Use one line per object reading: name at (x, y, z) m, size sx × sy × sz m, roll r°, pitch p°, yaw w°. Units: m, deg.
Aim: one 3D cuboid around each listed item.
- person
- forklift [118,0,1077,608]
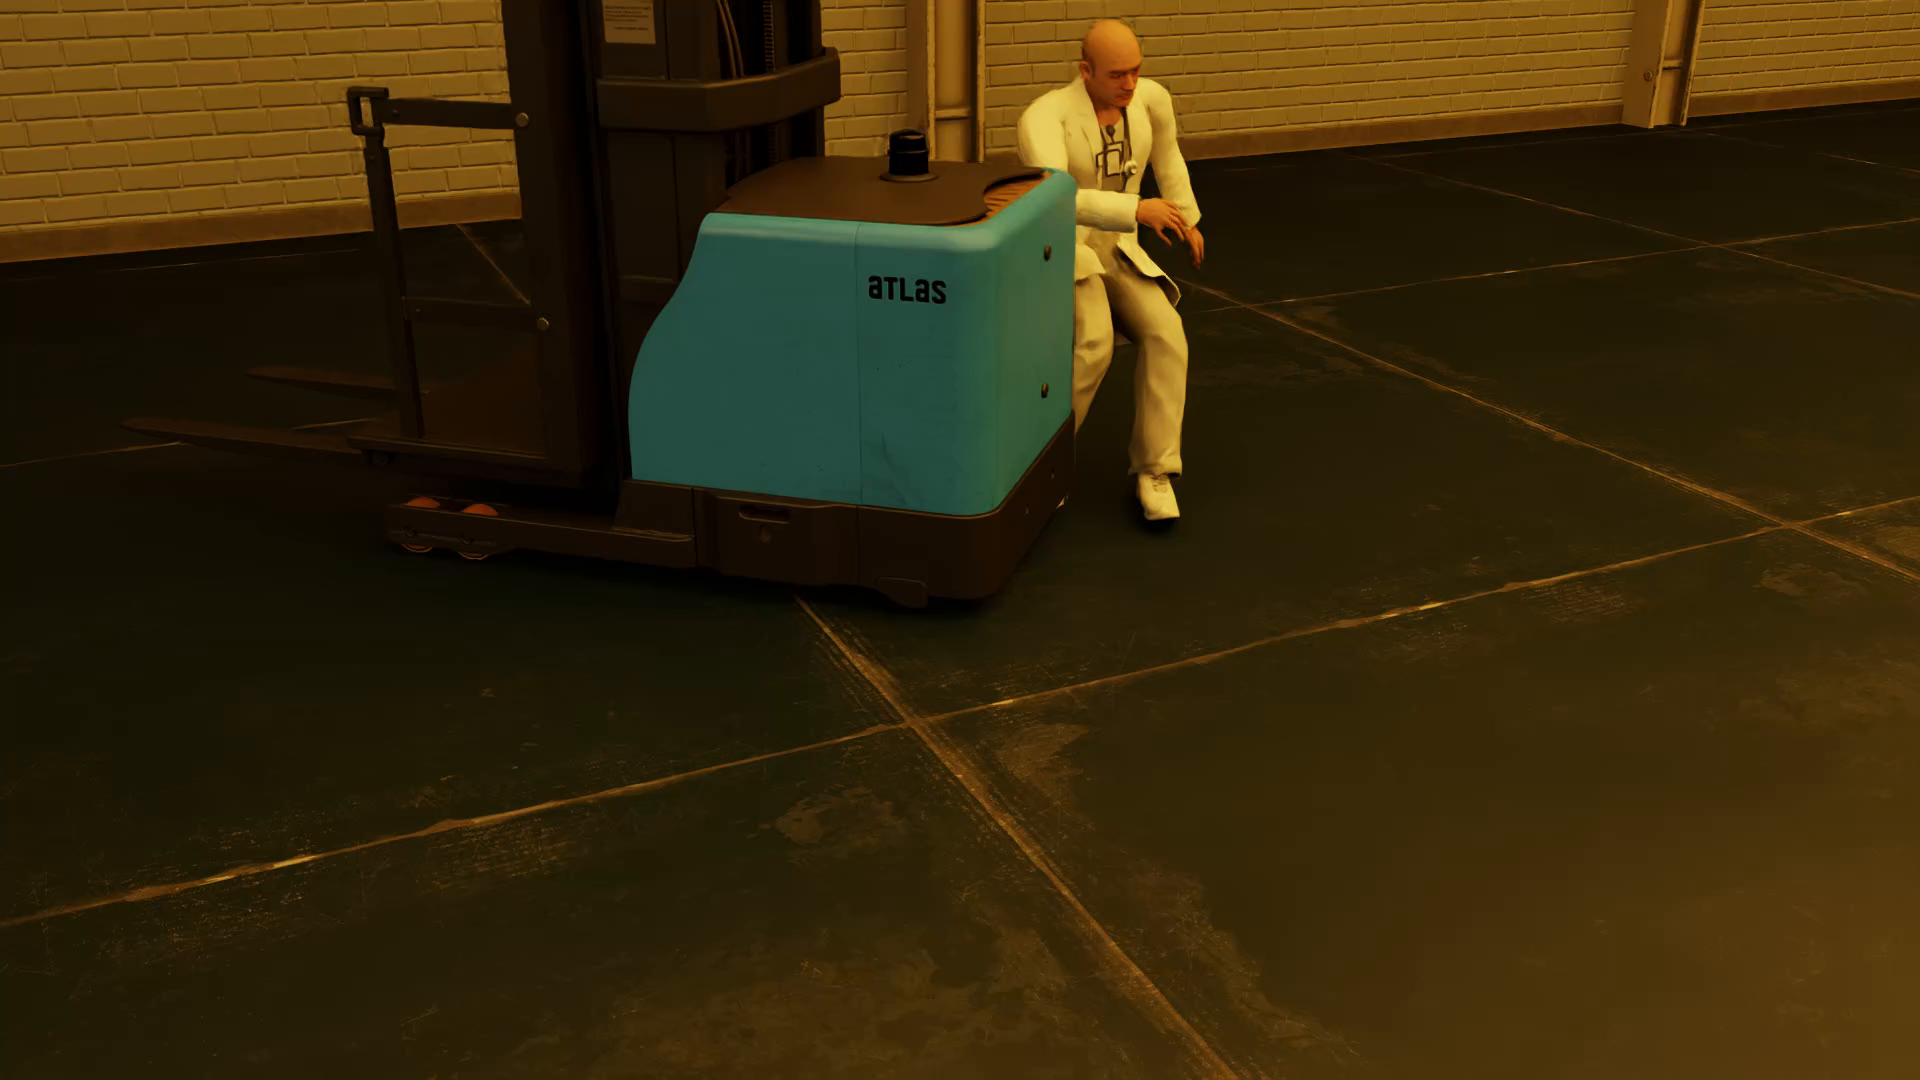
person at (0.600, -0.869, 5.367) m, size 0.950 × 1.539 × 0.962 m, roll -12°, pitch 25°, yaw -26°
forklift at (-1.211, -1.477, 4.842) m, size 3.031 × 2.935 × 1.130 m, roll 7°, pitch 23°, yaw 16°
